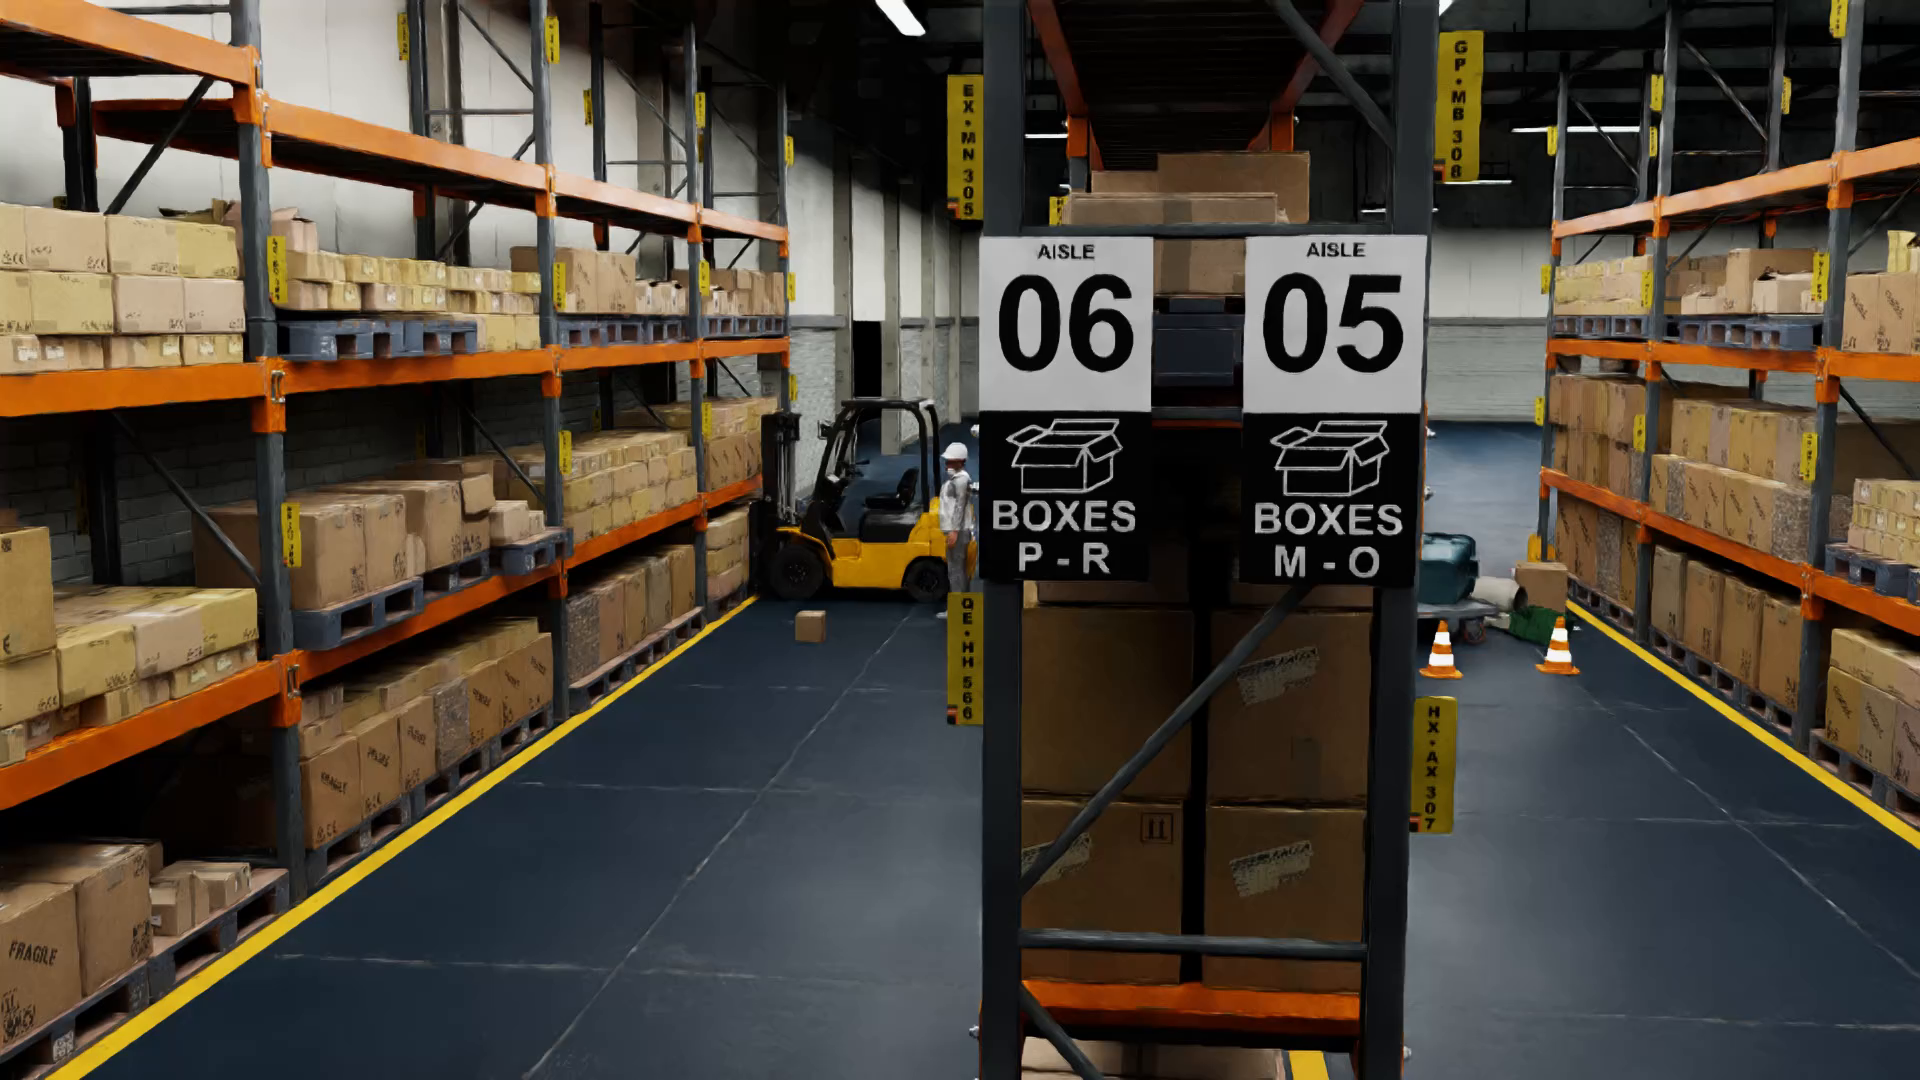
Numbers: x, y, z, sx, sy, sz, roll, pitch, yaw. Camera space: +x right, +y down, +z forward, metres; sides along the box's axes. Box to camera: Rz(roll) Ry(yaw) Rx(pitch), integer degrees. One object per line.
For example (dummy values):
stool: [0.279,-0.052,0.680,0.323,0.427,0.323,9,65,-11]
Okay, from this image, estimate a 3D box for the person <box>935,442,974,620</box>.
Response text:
person: [-0.055,-0.091,16.684,0.385,1.784,0.591,0,8,0]
